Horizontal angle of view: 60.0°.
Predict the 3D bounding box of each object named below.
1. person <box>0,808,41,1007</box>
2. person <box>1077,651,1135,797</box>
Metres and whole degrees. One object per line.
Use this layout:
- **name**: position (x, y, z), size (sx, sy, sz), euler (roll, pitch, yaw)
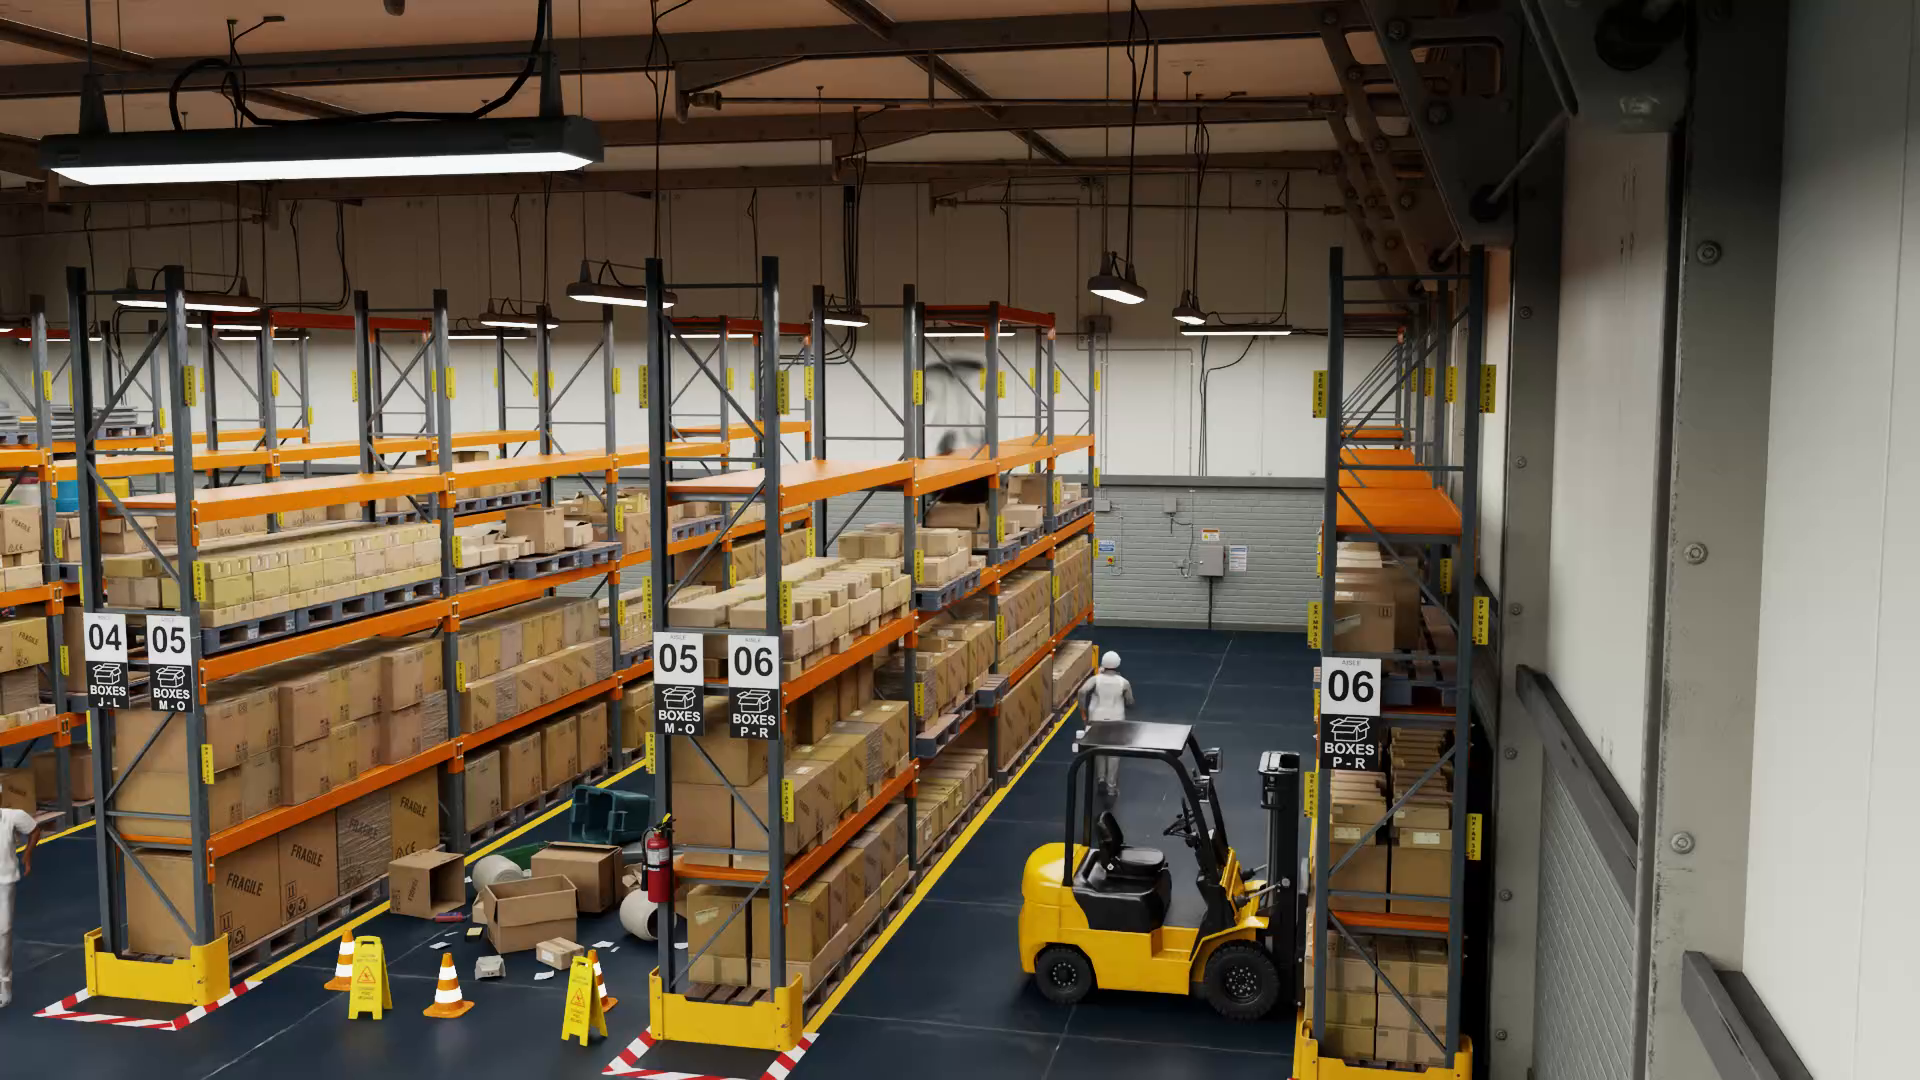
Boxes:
- **person**: position (-8.053, 2.886, 13.814), size (0.683, 1.819, 0.775), euler (-2, 6, -17)
- **person**: position (1.775, 2.250, 20.192), size (0.660, 1.809, 0.878), euler (1, 6, 14)
